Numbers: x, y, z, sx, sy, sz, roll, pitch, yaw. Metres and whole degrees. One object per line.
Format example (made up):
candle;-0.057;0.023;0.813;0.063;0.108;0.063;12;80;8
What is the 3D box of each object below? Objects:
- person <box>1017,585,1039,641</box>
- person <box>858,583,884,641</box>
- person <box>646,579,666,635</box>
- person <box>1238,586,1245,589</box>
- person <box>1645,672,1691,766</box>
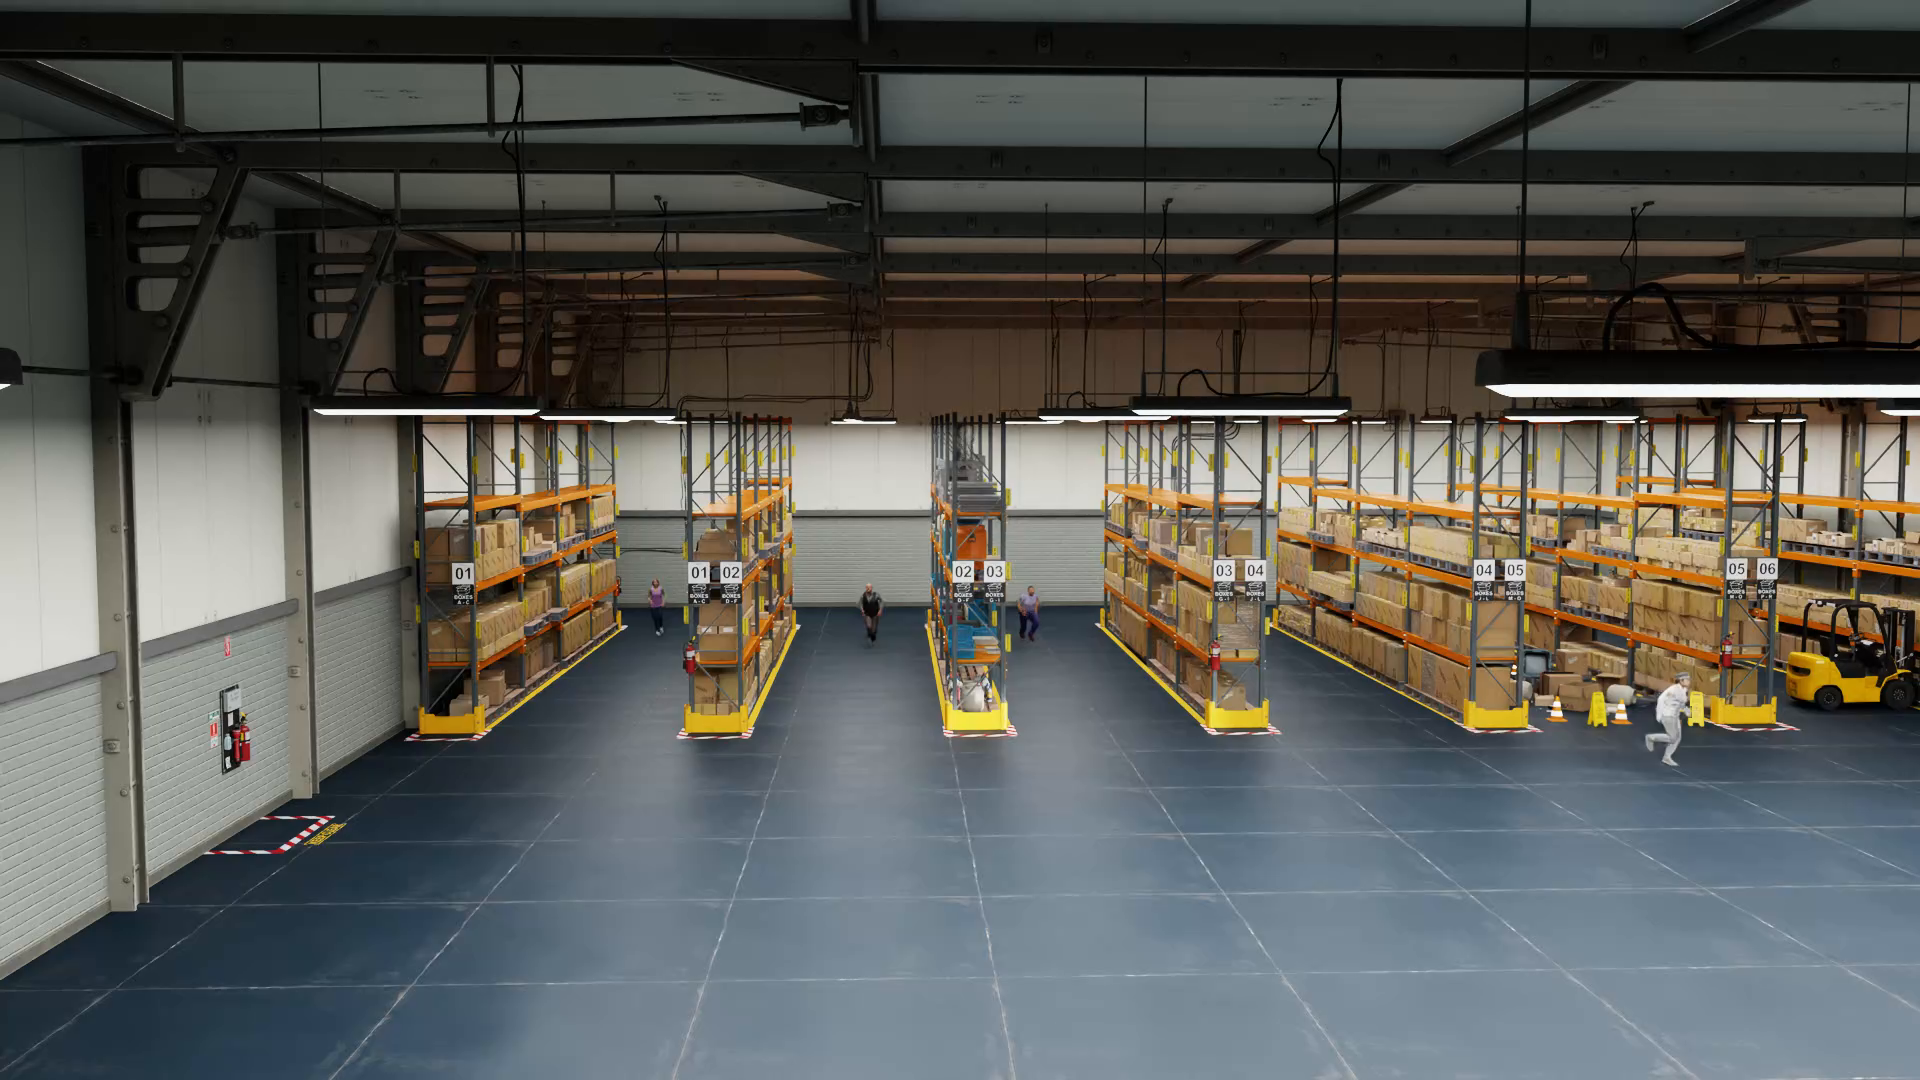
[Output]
person;1.756;1.875;43.025;0.605;1.442;0.971;-1;4;-13
person;-2.307;1.886;43.064;0.674;1.543;0.677;0;4;3
person;-8.319;1.835;45.534;0.536;1.561;0.571;-1;4;-8
person;7.981;1.705;46.347;0.682;1.757;0.599;0;4;-1
person;12.055;3.014;28.297;0.726;1.623;0.610;4;5;43
